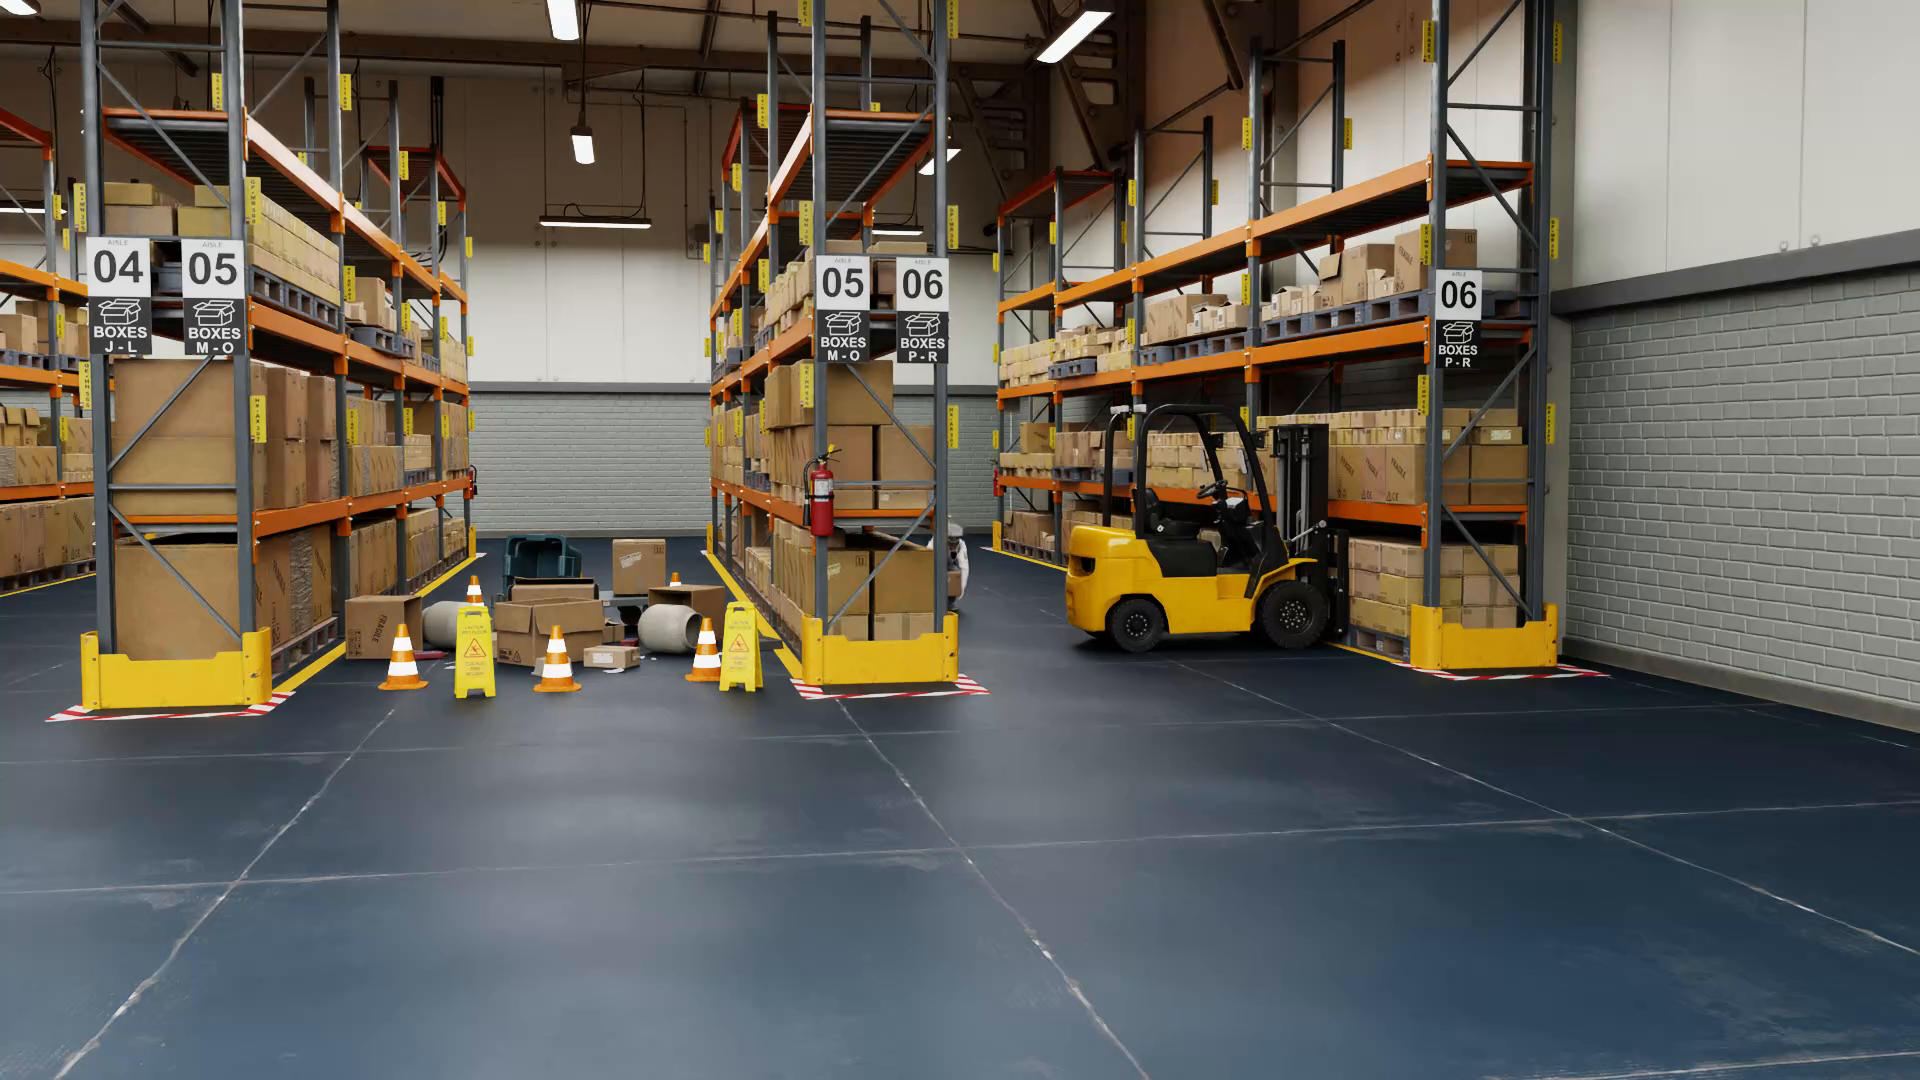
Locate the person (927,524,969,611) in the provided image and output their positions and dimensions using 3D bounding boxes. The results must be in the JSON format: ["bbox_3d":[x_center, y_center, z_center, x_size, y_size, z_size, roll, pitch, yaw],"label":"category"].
[{"bbox_3d":[-0.173,0.298,18.159,0.493,0.967,0.831,-1,3,-10],"label":"person"}]
